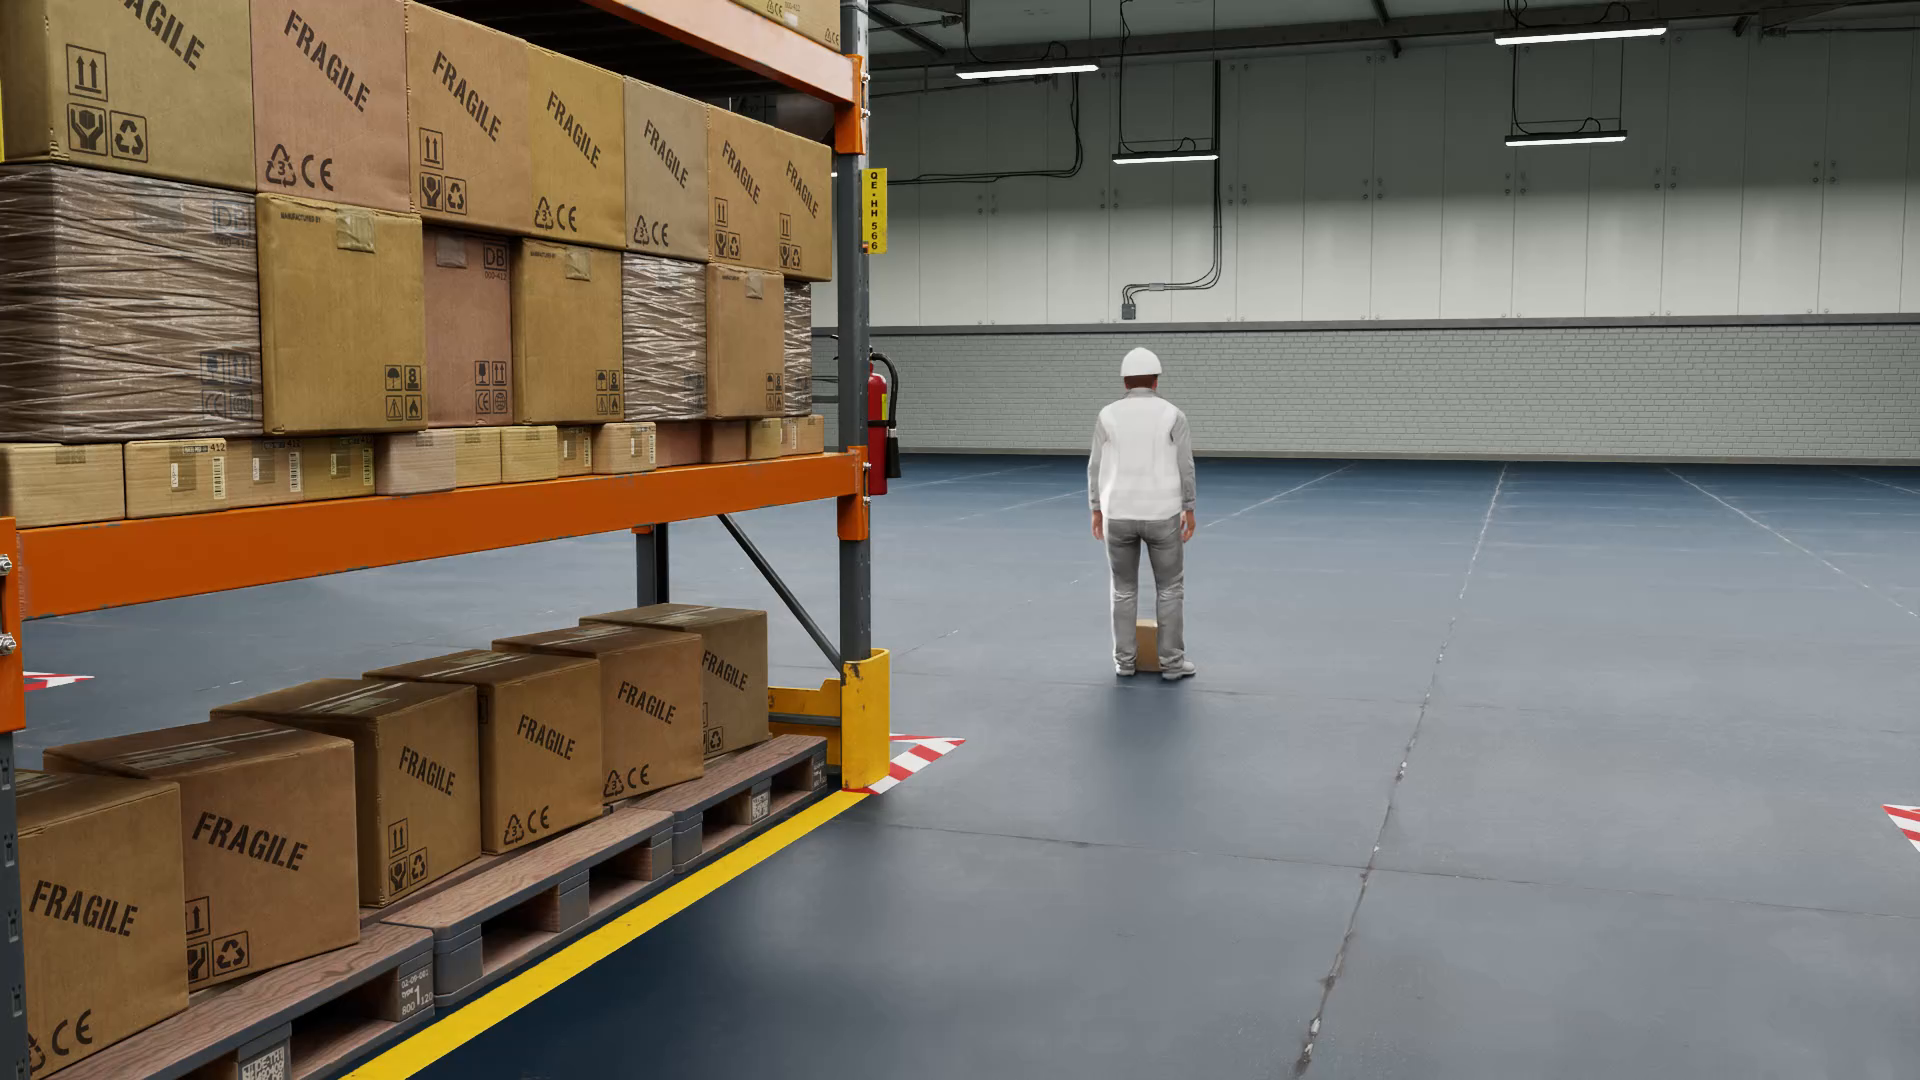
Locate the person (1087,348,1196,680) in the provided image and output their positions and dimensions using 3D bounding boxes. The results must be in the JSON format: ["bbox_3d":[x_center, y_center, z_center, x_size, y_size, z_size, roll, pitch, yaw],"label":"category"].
[{"bbox_3d":[0.983,-0.146,8.964,0.581,1.769,0.476,1,5,16],"label":"person"}]
